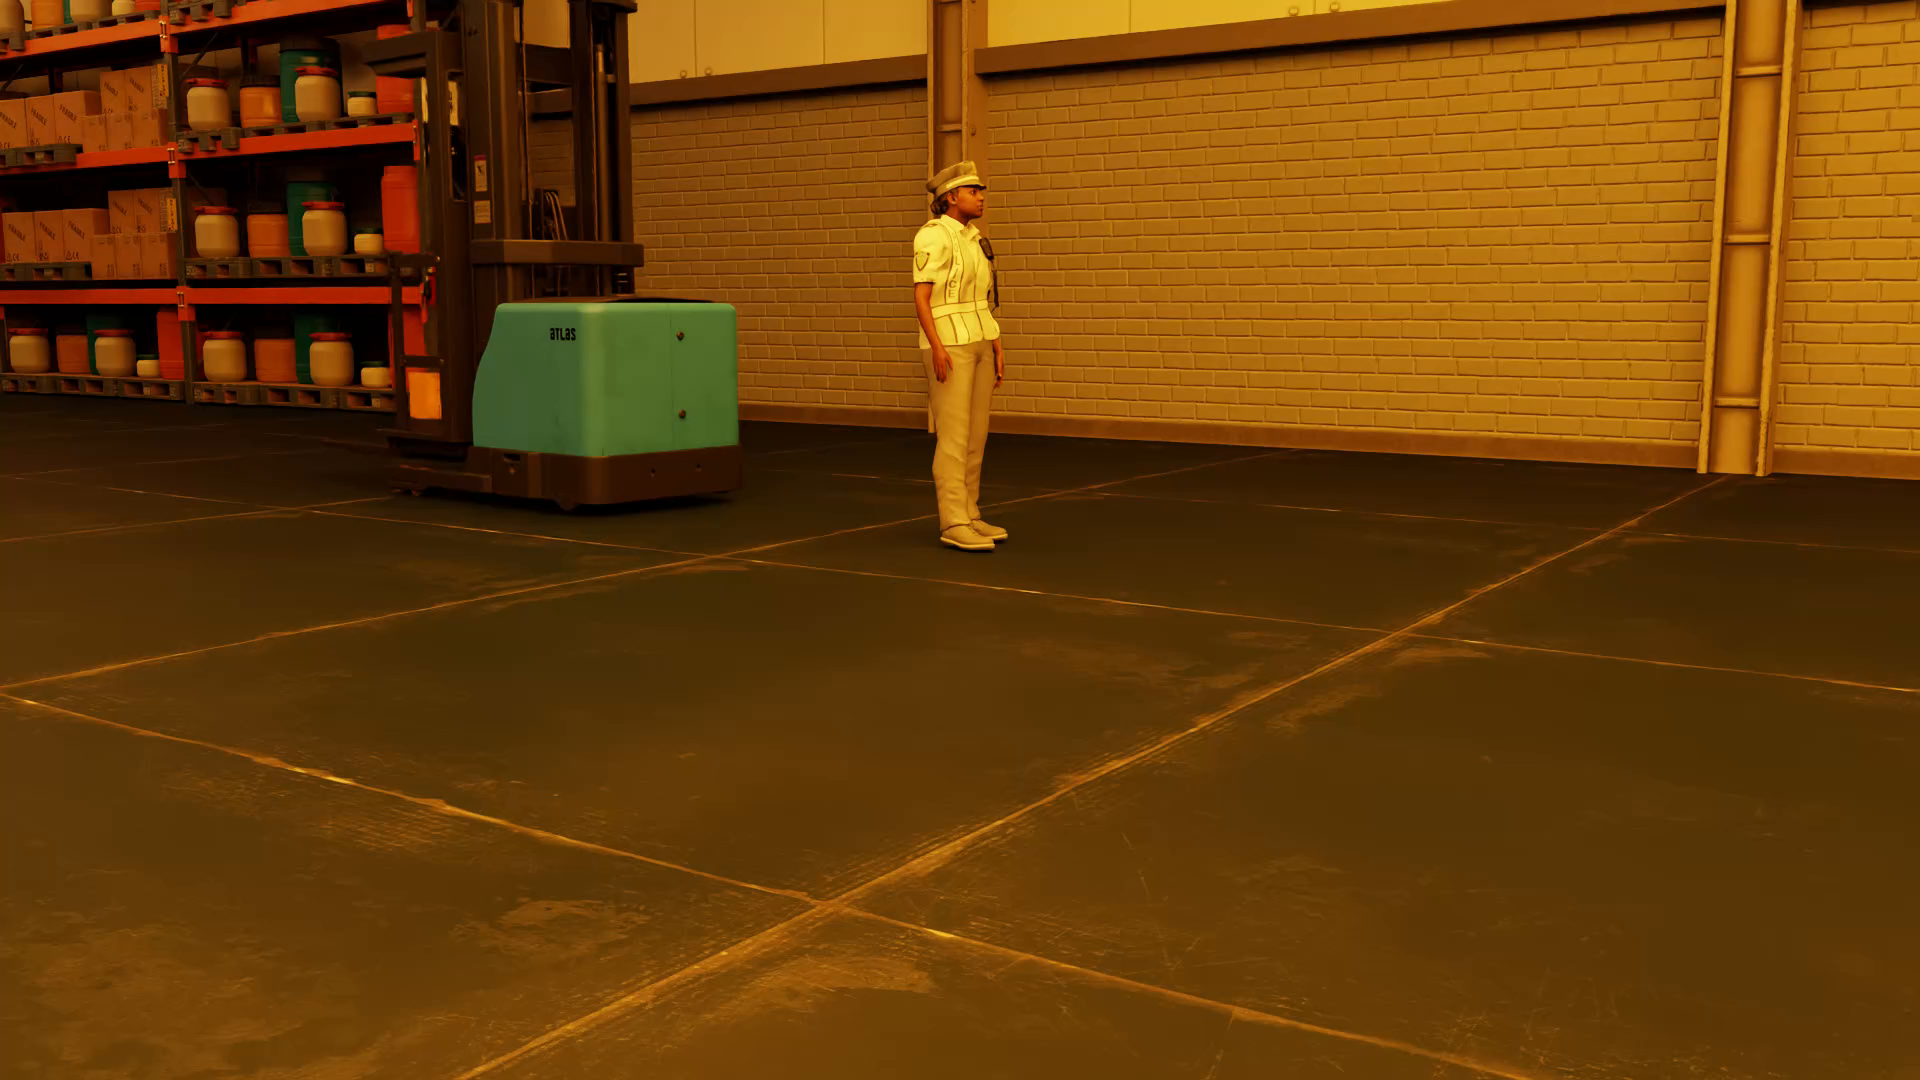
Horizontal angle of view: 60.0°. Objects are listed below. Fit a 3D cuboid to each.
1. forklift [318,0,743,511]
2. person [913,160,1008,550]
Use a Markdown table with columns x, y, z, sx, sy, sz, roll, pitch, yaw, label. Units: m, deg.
| x | y | z | sx | sy | sz | roll | pitch | yaw | label |
| --- | --- | --- | --- | --- | --- | --- | --- | --- | --- |
| -2.632 | -1.745 | 9.463 | 3.031 | 2.935 | 1.130 | 7 | 11 | 40 | forklift |
| 0.051 | -0.838 | 7.426 | 0.530 | 1.694 | 0.569 | 5 | 10 | 34 | person |
